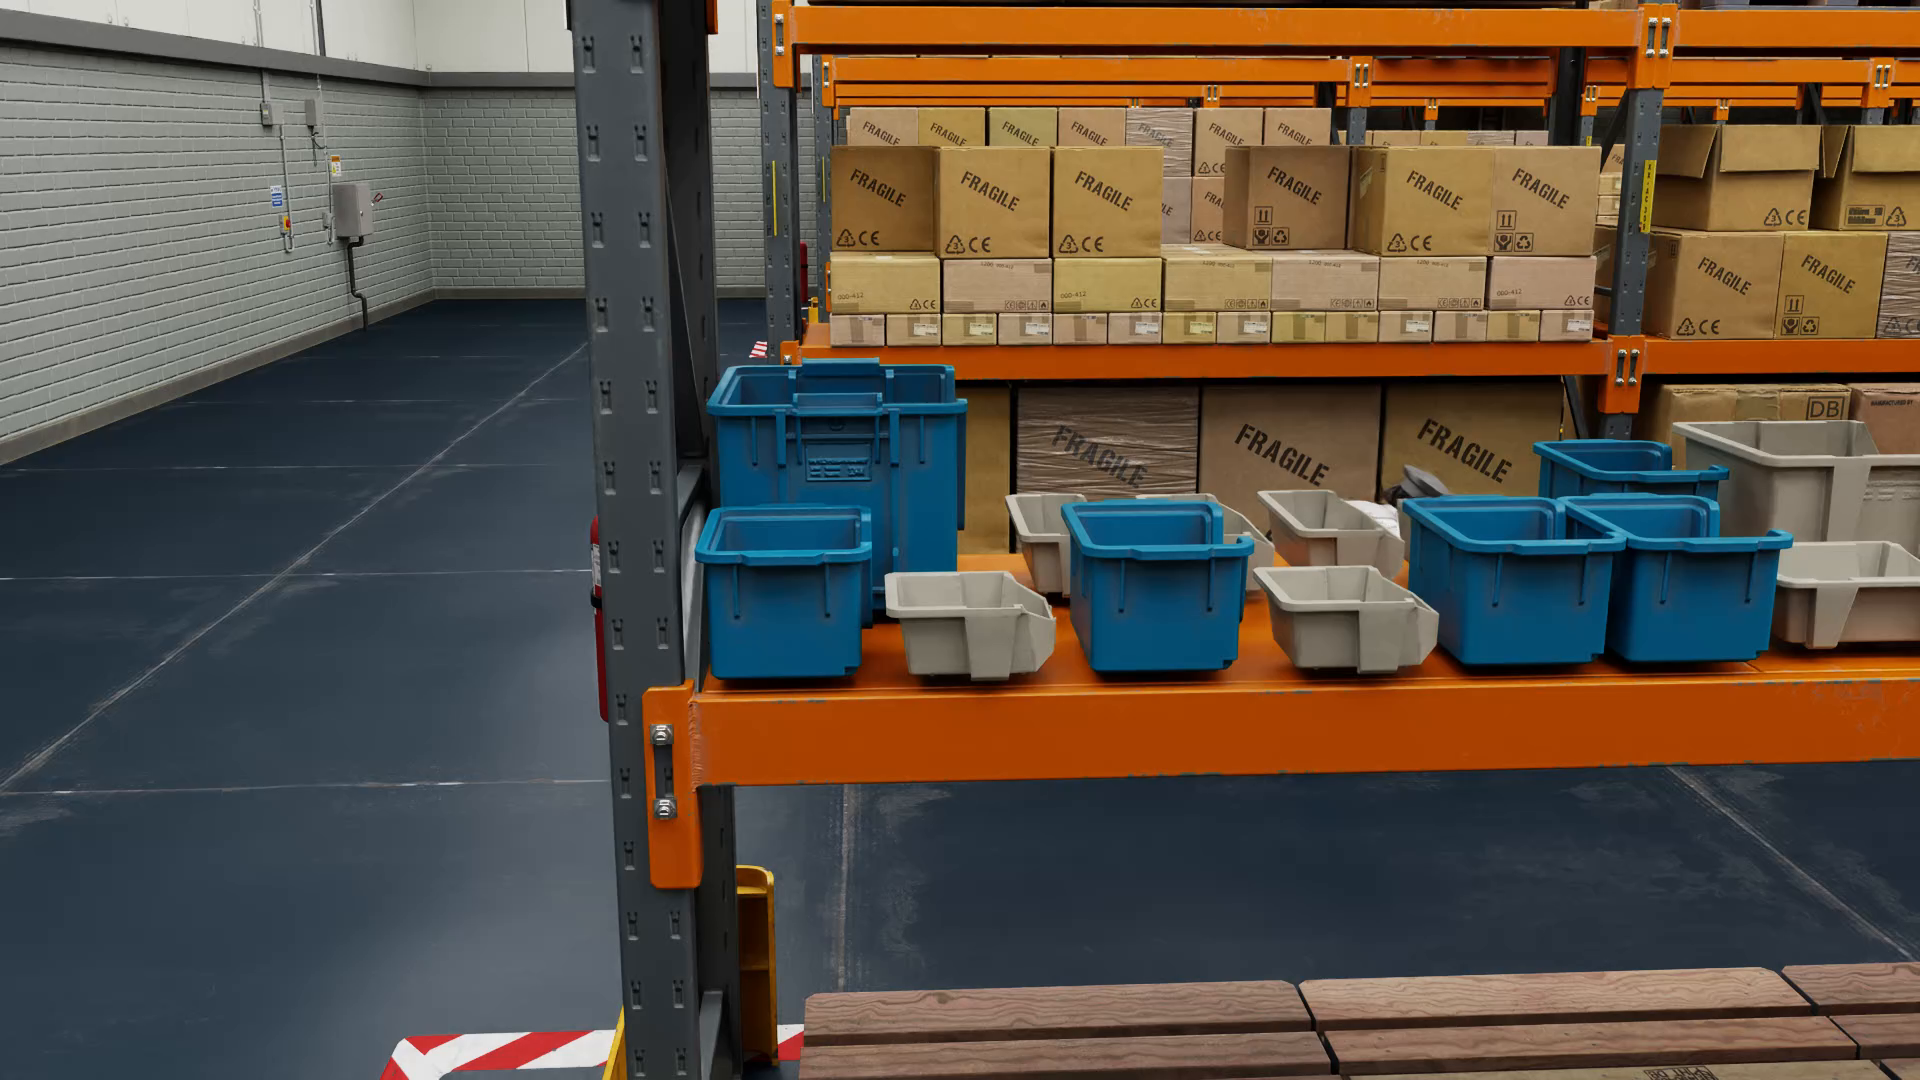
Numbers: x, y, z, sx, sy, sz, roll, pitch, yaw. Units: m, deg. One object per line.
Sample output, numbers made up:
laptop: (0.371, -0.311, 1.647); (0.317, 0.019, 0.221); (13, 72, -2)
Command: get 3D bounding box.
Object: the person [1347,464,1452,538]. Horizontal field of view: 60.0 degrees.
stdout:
person: (1.433, 0.263, 6.168); (0.827, 1.075, 0.505); (-1, 14, -3)
